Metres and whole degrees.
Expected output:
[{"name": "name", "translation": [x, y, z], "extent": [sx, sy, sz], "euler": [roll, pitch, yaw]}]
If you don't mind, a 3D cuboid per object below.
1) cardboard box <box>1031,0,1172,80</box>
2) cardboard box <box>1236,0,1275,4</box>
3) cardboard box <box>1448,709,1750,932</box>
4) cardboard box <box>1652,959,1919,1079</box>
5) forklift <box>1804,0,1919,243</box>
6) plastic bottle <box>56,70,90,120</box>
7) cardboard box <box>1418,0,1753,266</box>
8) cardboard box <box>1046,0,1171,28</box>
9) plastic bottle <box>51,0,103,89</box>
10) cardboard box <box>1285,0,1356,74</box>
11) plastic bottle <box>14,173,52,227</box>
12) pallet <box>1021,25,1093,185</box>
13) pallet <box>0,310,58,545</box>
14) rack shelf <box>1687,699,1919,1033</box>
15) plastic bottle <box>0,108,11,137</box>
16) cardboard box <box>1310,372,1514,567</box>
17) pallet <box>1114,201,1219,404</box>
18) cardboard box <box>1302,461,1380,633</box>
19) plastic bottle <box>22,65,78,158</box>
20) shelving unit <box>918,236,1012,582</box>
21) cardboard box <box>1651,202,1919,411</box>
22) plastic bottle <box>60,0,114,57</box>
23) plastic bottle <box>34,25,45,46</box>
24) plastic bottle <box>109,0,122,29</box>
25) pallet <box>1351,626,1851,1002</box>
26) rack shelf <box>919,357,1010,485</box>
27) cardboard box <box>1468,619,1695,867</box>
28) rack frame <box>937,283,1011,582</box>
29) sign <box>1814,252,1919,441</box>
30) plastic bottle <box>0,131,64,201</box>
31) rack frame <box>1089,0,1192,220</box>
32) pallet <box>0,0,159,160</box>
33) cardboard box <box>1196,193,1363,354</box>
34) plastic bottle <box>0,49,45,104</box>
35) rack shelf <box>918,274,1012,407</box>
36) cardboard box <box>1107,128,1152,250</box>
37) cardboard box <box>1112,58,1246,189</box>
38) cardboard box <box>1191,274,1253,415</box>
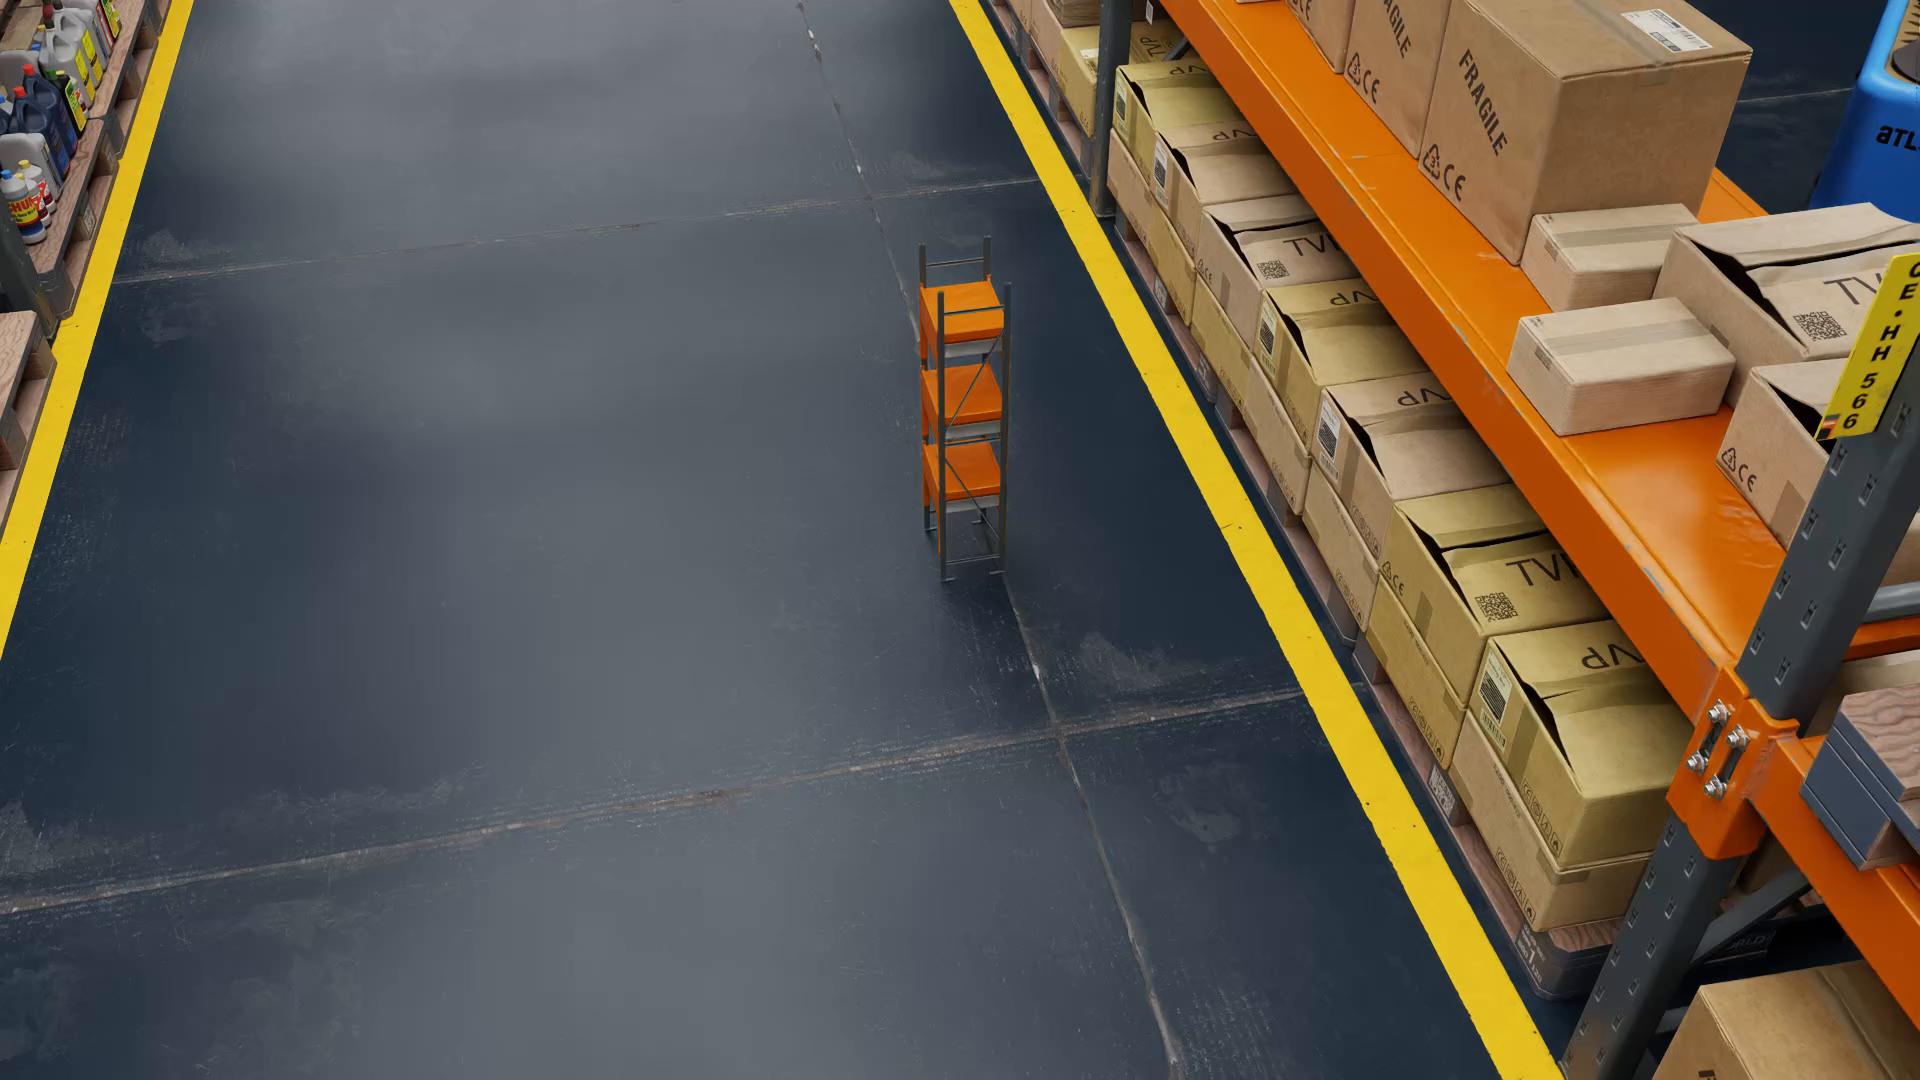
[{"name": "cardboard box", "translation": [0.617, -2.246, 7.275], "extent": [0.500, 0.250, 0.500], "euler": [-8, 42, -9]}, {"name": "cardboard box", "translation": [1.020, -1.825, 5.235], "extent": [0.380, 0.149, 0.250], "euler": [-8, 42, -9]}, {"name": "cardboard box", "translation": [1.540, 0.636, 4.029], "extent": [0.500, 0.250, 0.500], "euler": [-7, 42, -8]}, {"name": "cardboard box", "translation": [1.711, 1.177, 3.216], "extent": [0.500, 0.500, 0.500], "euler": [-7, 42, -7]}, {"name": "forklift", "translation": [4.406, -1.546, 4.784], "extent": [3.031, 2.935, 1.130], "euler": [21, 46, 22]}, {"name": "plastic bottle", "translation": [-3.657, -1.825, 6.823], "extent": [0.097, 0.201, 0.097], "euler": [0, 42, 0]}, {"name": "cardboard box", "translation": [1.514, -1.052, 4.101], "extent": [0.500, 0.500, 0.500], "euler": [-10, 43, -12]}, {"name": "cardboard box", "translation": [0.618, -2.527, 7.027], "extent": [0.500, 0.500, 0.500], "euler": [-8, 42, -9]}, {"name": "plastic bottle", "translation": [-3.751, -2.090, 7.009], "extent": [0.144, 0.351, 0.185], "euler": [-7, 42, -8]}, {"name": "cardboard box", "translation": [1.292, -1.718, 4.851], "extent": [0.500, 0.500, 0.500], "euler": [-6, 42, -6]}, {"name": "plastic bottle", "translation": [-3.472, -1.268, 6.196], "extent": [0.097, 0.201, 0.097], "euler": [0, 42, 0]}, {"name": "pallet", "translation": [0.898, -2.001, 7.345], "extent": [1.003, 0.211, 1.213], "euler": [-8, 42, -9]}, {"name": "pallet", "translation": [-3.602, -0.269, 5.394], "extent": [1.003, 0.211, 1.213], "euler": [-8, 42, -9]}, {"name": "rack shelf", "translation": [2.323, 1.636, 1.689], "extent": [1.077, 0.370, 4.000], "euler": [-8, 42, -9]}, {"name": "plastic bottle", "translation": [-3.719, -1.551, 6.402], "extent": [0.144, 0.351, 0.185], "euler": [-8, 42, -9]}, {"name": "cardboard box", "translation": [1.314, -0.236, 4.589], "extent": [0.500, 0.311, 0.500], "euler": [-9, 42, -10]}, {"name": "pallet", "translation": [1.226, -1.008, 6.226], "extent": [1.003, 0.211, 1.213], "euler": [-8, 42, -9]}, {"name": "cardboard box", "translation": [1.320, -0.024, 4.773], "extent": [0.500, 0.250, 0.500], "euler": [-7, 42, -8]}, {"name": "plastic bottle", "translation": [-3.619, -1.694, 6.563], "extent": [0.144, 0.351, 0.185], "euler": [-10, 43, -11]}, {"name": "shelving unit", "translation": [0.012, -0.358, 4.862], "extent": [0.215, 1.050, 0.252], "euler": [-8, 42, -9]}, {"name": "cardboard box", "translation": [1.888, -0.504, 3.625], "extent": [0.500, 0.311, 0.500], "euler": [-9, 42, -10]}, {"name": "plastic bottle", "translation": [-3.820, -2.259, 7.255], "extent": [0.152, 0.276, 0.135], "euler": [-8, 42, -9]}, {"name": "plastic bottle", "translation": [-3.908, -2.111, 7.145], "extent": [0.097, 0.201, 0.097], "euler": [0, 42, 0]}, {"name": "plastic bottle", "translation": [-3.848, -2.398, 7.469], "extent": [0.097, 0.201, 0.097], "euler": [0, 42, 0]}, {"name": "pallet", "translation": [1.752, 0.574, 4.444], "extent": [1.003, 0.211, 1.213], "euler": [-8, 42, -9]}, {"name": "rack shelf", "translation": [0.012, -0.350, 4.869], "extent": [0.215, 0.259, 0.240], "euler": [-8, 42, -9]}, {"name": "cardboard box", "translation": [1.538, 0.428, 3.841], "extent": [0.500, 0.311, 0.500], "euler": [-7, 42, -8]}, {"name": "rack frame", "translation": [0.038, -0.279, 4.773], "extent": [0.200, 1.050, 0.008], "euler": [-8, 42, -9]}, {"name": "sign", "translation": [1.351, -0.281, 2.435], "extent": [0.100, 0.325, 0.005], "euler": [-8, 42, -9]}, {"name": "plastic bottle", "translation": [-3.546, -1.436, 6.328], "extent": [0.152, 0.276, 0.135], "euler": [-7, 42, -8]}, {"name": "rack frame", "translation": [1.028, -2.522, 5.832], "extent": [1.000, 3.000, 0.127], "euler": [-8, 42, -9]}, {"name": "pallet", "translation": [-4.180, -2.006, 7.351], "extent": [1.003, 0.211, 1.213], "euler": [-8, 42, -9]}, {"name": "cardboard box", "translation": [1.090, -0.897, 5.333], "extent": [0.500, 0.311, 0.500], "euler": [-10, 43, -11]}, {"name": "plastic bottle", "translation": [-3.850, -1.904, 6.856], "extent": [0.152, 0.276, 0.135], "euler": [-8, 42, -9]}, {"name": "rack shelf", "translation": [0.012, -0.562, 4.681], "extent": [0.215, 0.259, 0.240], "euler": [-8, 42, -9]}, {"name": "cardboard box", "translation": [0.874, -1.354, 6.271], "extent": [0.500, 0.250, 0.500], "euler": [-9, 42, -10]}, {"name": "cardboard box", "translation": [0.874, -1.557, 6.077], "extent": [0.500, 0.311, 0.500], "euler": [-8, 42, -9]}, {"name": "cardboard box", "translation": [1.097, -0.687, 5.520], "extent": [0.500, 0.250, 0.500], "euler": [-10, 42, -11]}]
